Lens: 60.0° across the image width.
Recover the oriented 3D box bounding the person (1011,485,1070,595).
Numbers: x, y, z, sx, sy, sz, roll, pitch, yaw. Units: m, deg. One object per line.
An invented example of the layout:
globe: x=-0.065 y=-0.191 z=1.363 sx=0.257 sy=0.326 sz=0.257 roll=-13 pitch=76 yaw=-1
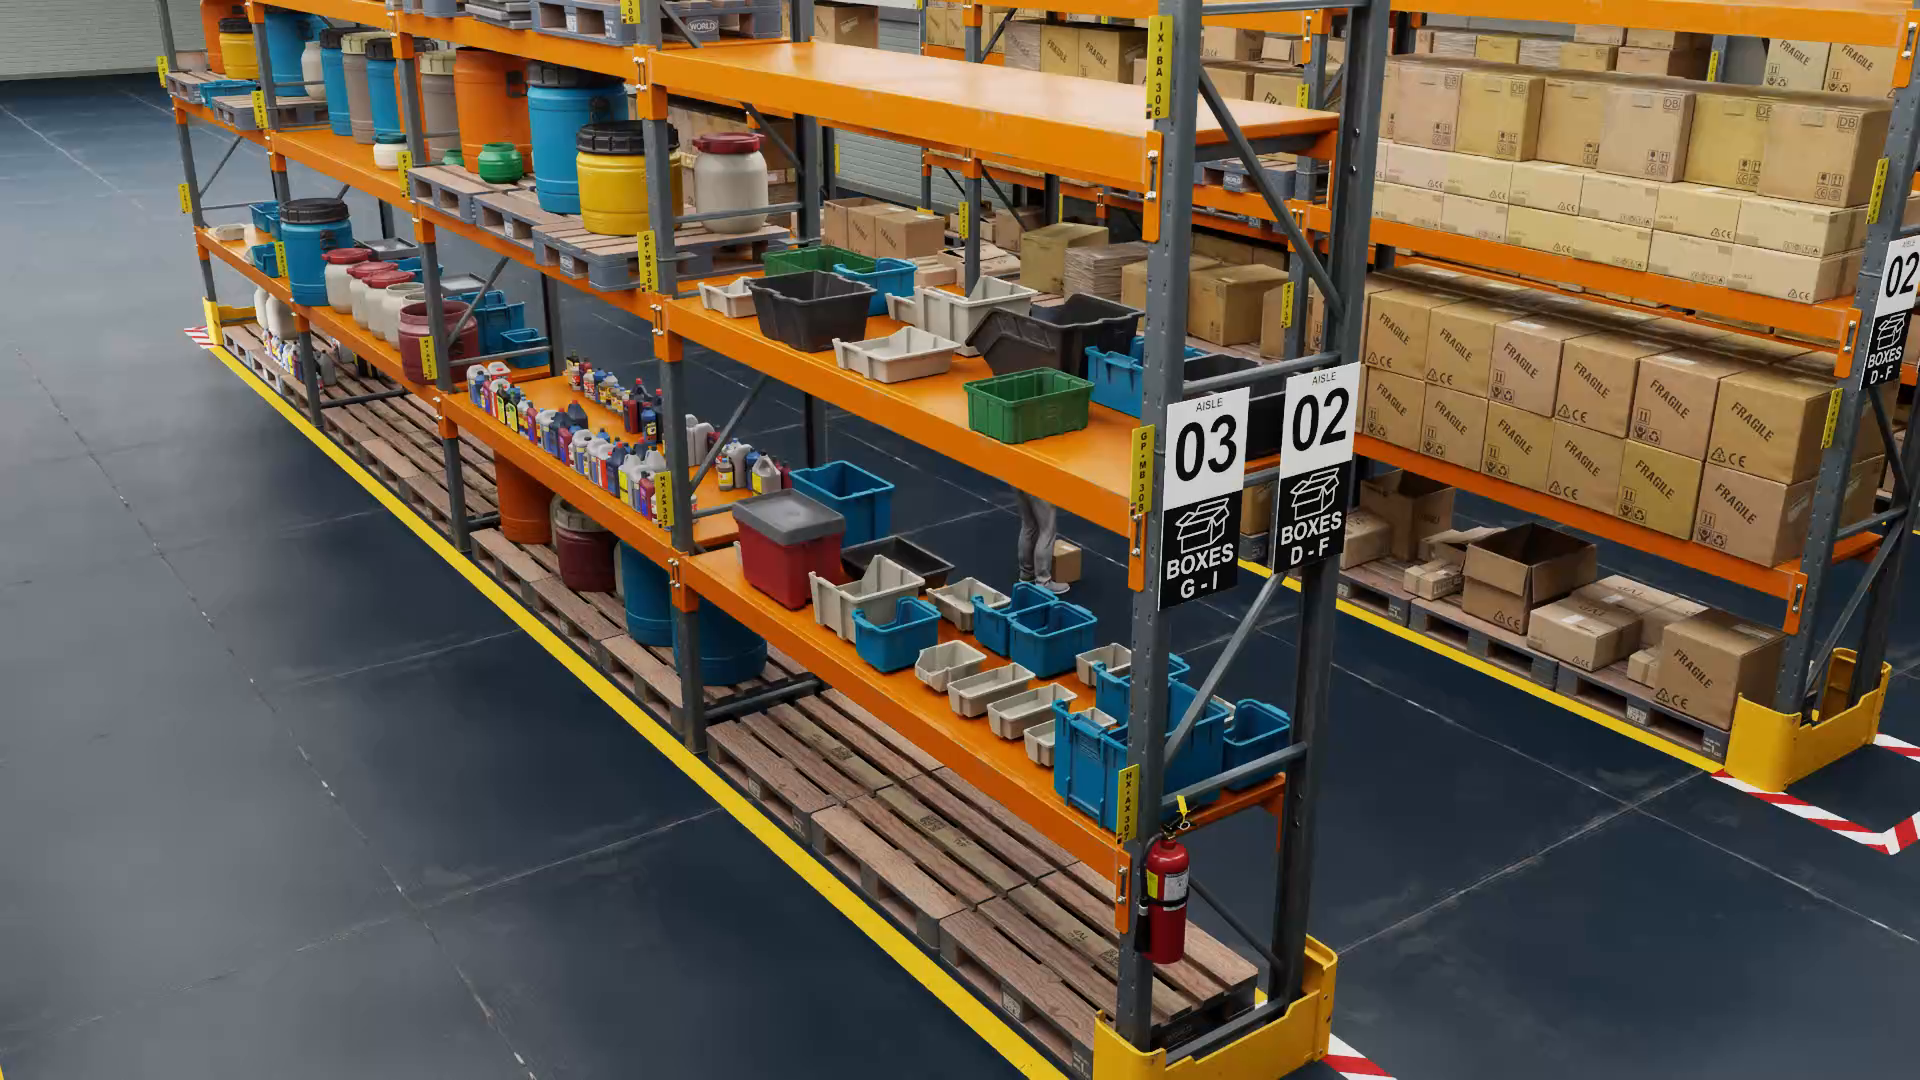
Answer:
person: x=0.565 y=-0.431 z=12.174 sx=0.407 sy=1.663 sz=0.528 roll=-15 pitch=26 yaw=-33
